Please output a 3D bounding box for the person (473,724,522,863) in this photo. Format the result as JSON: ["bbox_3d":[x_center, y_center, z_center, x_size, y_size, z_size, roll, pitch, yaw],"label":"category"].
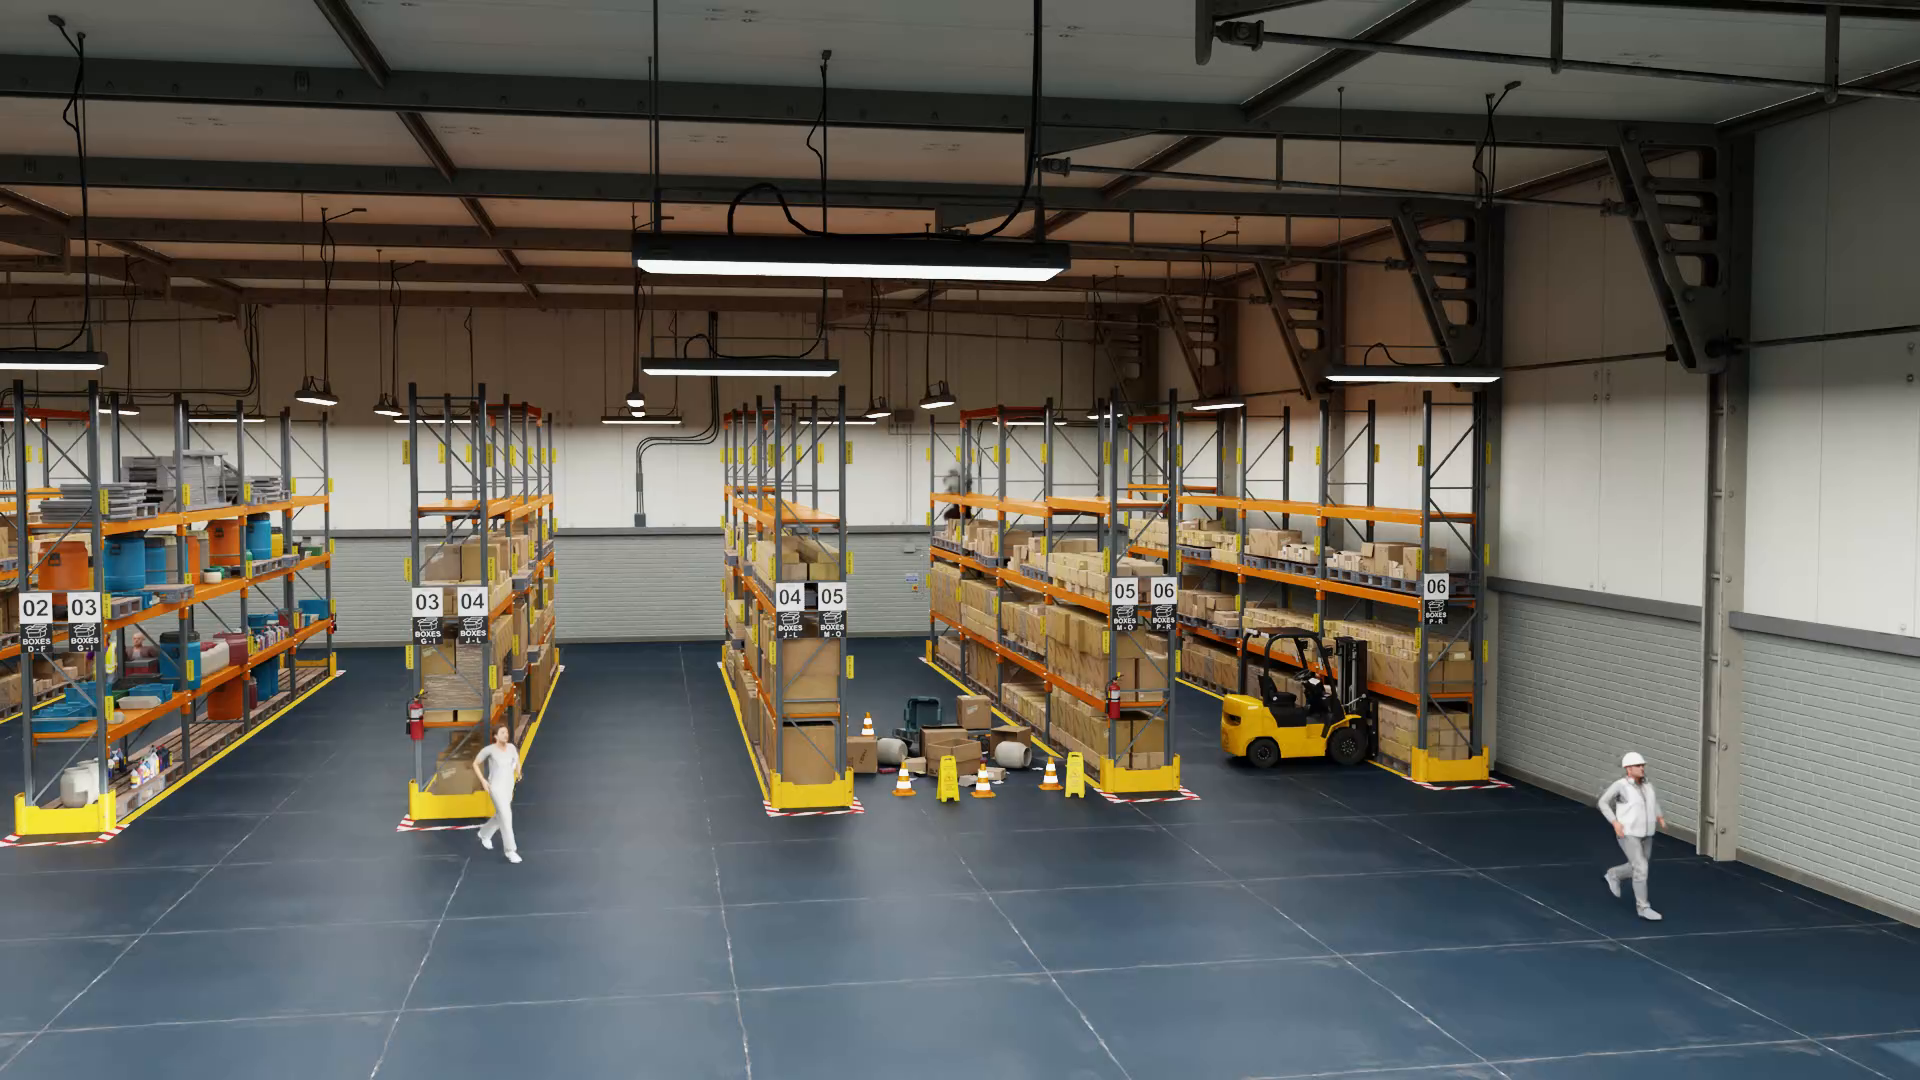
[{"bbox_3d":[-5.746,3.116,20.732,0.905,1.682,0.573,2,4,36],"label":"person"}]

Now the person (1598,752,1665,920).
[{"bbox_3d":[7.350,3.191,18.181,0.684,1.750,0.908,-1,3,-22],"label":"person"}]

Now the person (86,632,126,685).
[{"bbox_3d":[-16.274,2.544,31.692,0.702,1.724,0.592,-1,3,-21],"label":"person"}]

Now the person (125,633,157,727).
[{"bbox_3d":[-15.121,2.582,30.549,0.699,1.736,0.619,-1,3,-19],"label":"person"}]
